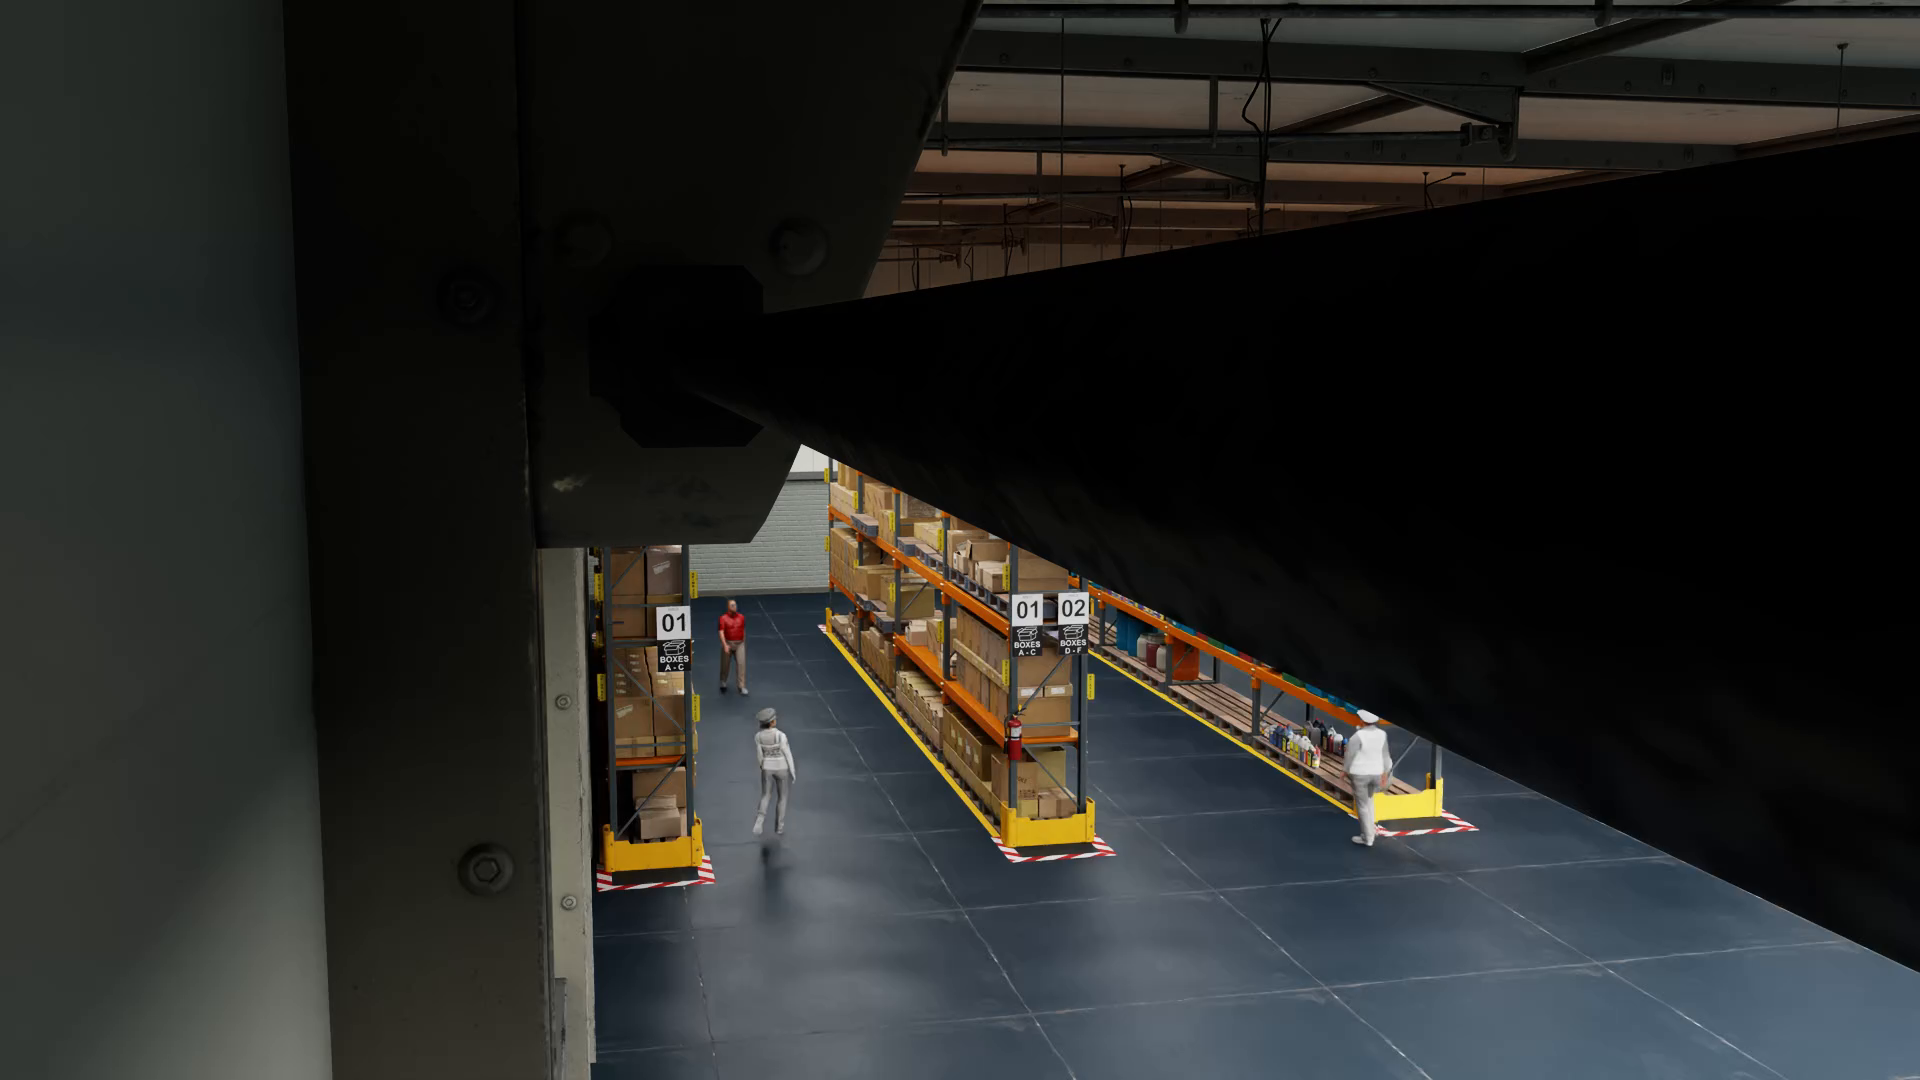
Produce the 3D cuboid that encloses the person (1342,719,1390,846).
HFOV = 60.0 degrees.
[{"bbox_3d":[5.128,3.003,21.020,0.560,1.767,0.517,-2,7,-16],"label":"person"}]

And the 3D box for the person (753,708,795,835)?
[{"bbox_3d":[-2.366,2.967,21.283,0.499,1.671,0.614,2,7,15],"label":"person"}]

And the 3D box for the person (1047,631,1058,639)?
[{"bbox_3d":[1.563,2.121,28.572,0.327,1.660,0.485,-1,7,-8],"label":"person"}]

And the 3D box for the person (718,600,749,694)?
[{"bbox_3d":[-4.107,1.921,30.117,0.554,1.670,1.033,-2,7,-20],"label":"person"}]
